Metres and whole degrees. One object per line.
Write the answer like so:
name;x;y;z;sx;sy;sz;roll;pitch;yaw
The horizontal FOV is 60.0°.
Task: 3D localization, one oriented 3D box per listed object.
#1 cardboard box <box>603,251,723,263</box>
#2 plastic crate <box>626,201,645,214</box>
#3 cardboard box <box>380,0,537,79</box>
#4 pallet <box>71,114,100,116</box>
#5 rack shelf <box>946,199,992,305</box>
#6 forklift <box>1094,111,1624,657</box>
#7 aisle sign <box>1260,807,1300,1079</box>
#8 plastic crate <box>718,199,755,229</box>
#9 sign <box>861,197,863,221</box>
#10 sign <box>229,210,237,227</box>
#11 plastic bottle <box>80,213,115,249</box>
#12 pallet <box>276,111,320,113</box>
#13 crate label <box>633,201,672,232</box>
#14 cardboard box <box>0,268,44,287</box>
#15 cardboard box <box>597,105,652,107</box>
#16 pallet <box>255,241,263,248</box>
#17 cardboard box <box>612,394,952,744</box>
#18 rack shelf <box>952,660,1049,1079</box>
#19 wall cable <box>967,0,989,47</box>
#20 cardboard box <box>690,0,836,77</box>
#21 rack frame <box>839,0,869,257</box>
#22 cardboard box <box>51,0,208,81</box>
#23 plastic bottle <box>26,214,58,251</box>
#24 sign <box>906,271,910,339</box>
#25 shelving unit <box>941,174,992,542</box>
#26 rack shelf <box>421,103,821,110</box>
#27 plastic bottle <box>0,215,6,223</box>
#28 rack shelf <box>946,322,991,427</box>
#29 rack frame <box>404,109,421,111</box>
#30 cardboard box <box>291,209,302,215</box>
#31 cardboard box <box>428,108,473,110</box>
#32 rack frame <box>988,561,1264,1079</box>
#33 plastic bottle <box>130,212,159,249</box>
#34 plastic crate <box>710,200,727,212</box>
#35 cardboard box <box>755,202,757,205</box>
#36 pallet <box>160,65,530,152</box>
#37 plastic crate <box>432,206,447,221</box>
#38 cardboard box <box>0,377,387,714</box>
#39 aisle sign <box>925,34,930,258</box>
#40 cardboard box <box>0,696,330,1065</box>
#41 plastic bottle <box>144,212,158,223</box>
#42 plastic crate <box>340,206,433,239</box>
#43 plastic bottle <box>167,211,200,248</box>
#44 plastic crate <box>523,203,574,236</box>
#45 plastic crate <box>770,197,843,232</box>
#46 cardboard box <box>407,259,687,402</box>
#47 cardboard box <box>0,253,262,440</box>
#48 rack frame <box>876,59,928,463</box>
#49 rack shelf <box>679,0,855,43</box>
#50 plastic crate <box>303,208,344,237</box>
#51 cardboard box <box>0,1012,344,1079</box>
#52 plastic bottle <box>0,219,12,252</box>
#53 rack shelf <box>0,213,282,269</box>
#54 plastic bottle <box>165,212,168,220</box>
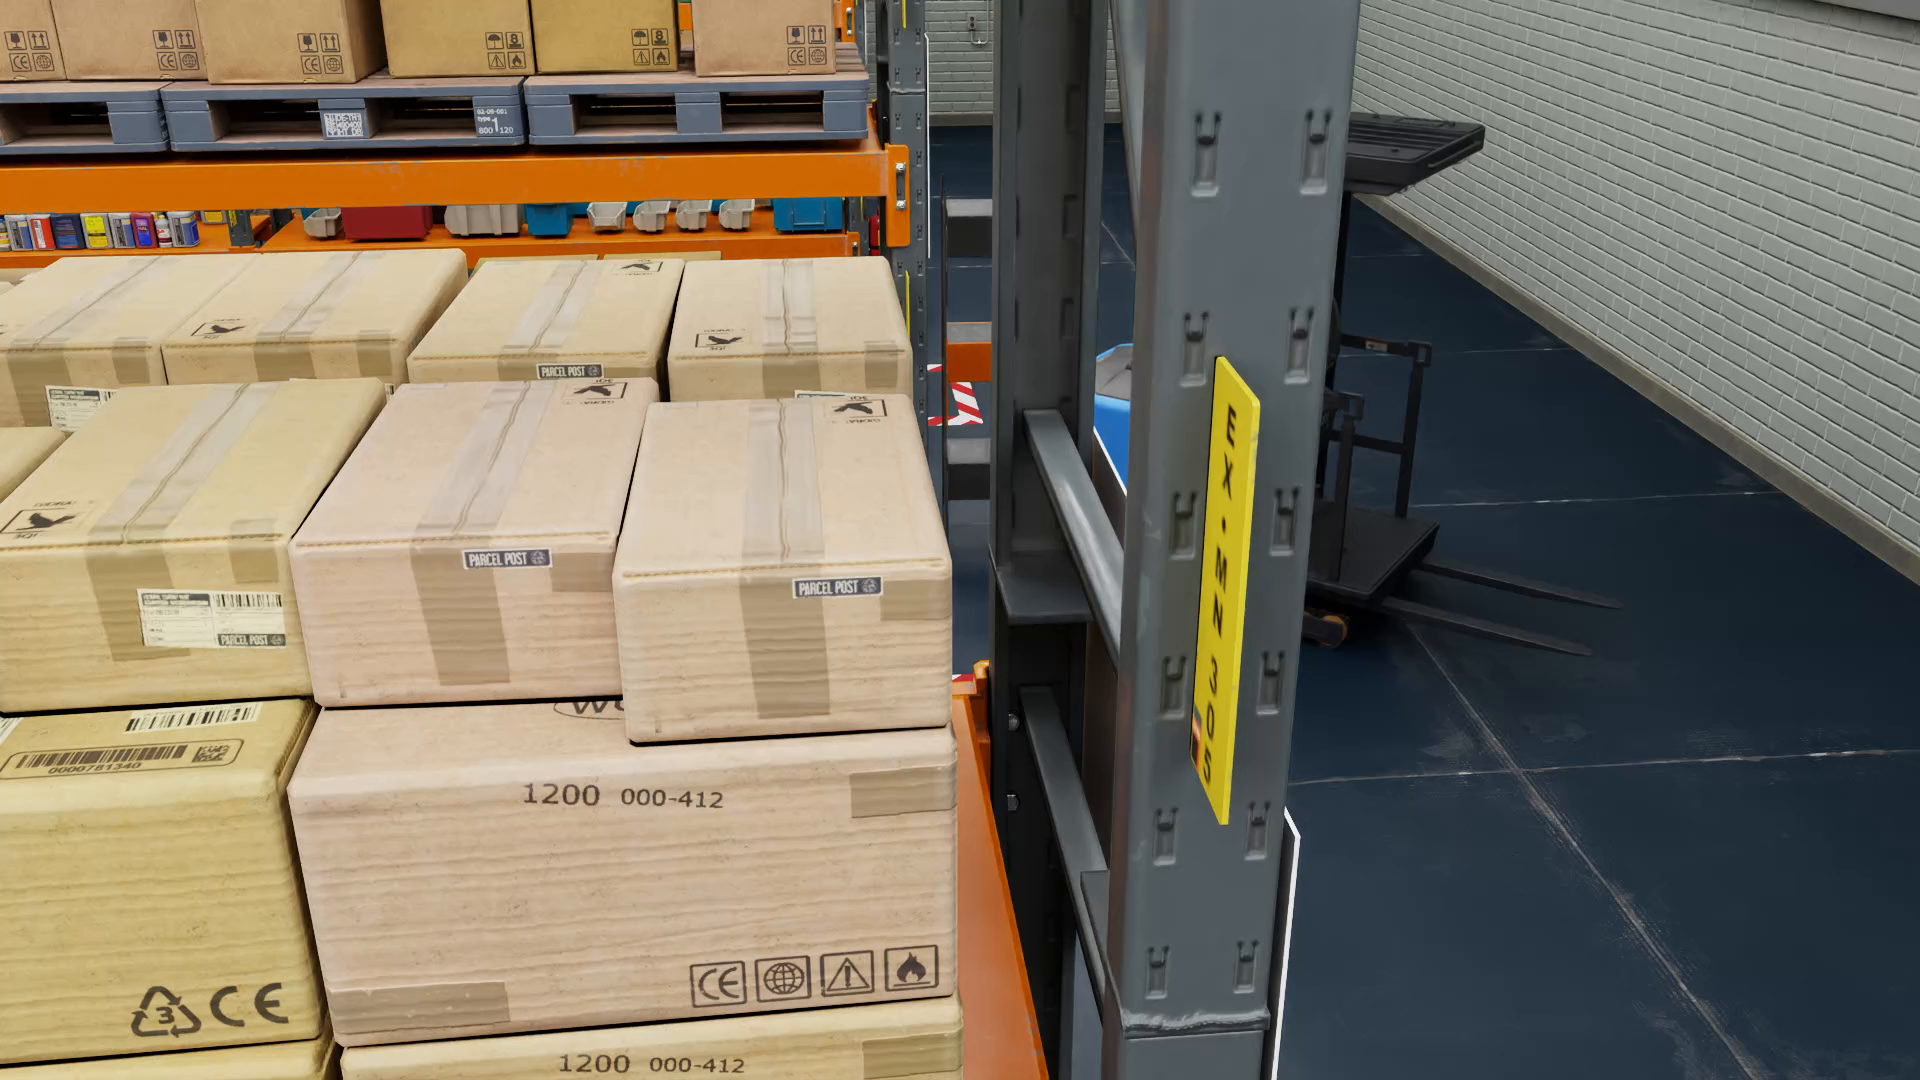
cardboard box;-1.237;-0.899;6.975;0.500;0.500;0.500;-3;24;-6
plastic crate;-2.310;-2.442;11.684;0.300;0.233;0.416;-2;24;-5
cardboard box;-1.829;-2.016;6.137;0.500;0.500;0.700;-4;24;-9
pallet;-8.498;-4.072;15.453;1.003;0.211;1.213;-2;24;-5
rack shelf;0.155;-1.590;9.052;0.480;0.518;0.431;-1;24;-2
forklift;1.932;-1.031;8.462;3.031;2.935;1.130;15;28;30
aisle sign;0.254;0.520;1.686;0.004;0.787;0.394;-2;24;-5
plastic crate;-1.515;-2.222;11.307;0.243;0.136;0.396;-2;24;-5
sign;-0.651;-2.274;10.972;0.005;0.325;0.100;-2;24;-5
sign;-4.650;-2.165;10.588;0.005;0.325;0.100;-2;24;-5
plastic bottle;-5.585;-2.070;10.774;0.185;0.351;0.144;-2;24;-5
pallet;-5.991;-4.188;15.715;1.213;0.211;1.003;-2;24;-5
crate label;-2.080;-2.195;11.247;0.243;0.136;0.396;-2;24;-5
cardboard box;-3.784;-0.796;6.742;0.500;0.500;0.500;-2;24;-4
cardboard box;-3.138;-4.281;15.565;0.500;0.500;0.500;-3;24;-6
pallet;-7.208;-2.891;15.996;1.213;0.211;1.003;-2;24;-5
cardboard box;-0.150;0.009;1.421;0.250;0.149;0.380;-3;24;-6
rack shelf;-1.838;0.628;1.837;4.000;0.370;1.077;-2;24;-5
wall cable;-0.514;-7.323;21.282;1.851;1.984;0.084;-2;24;-5
cardboard box;-0.747;-2.030;6.169;0.500;0.500;0.700;-4;24;-8
rack frame;-0.722;-2.421;11.503;0.127;3.000;1.000;-2;24;-5
cardboard box;-2.907;-1.988;6.074;0.500;0.500;0.700;-1;24;-2
plastic bottle;-5.928;-2.023;10.762;0.135;0.276;0.152;-2;24;-5
sign;-0.195;-0.836;6.221;0.005;0.325;0.100;-2;24;-5
shelving unit;0.155;-0.963;9.331;0.503;2.100;0.431;-1;24;-2
rack shelf;-3.195;-4.015;15.975;4.000;0.370;1.077;-2;24;-5
plastic bottle;-6.568;-2.294;11.377;0.097;0.271;0.097;0;24;0
rack shelf;0.155;-0.950;9.336;0.480;0.518;0.431;-1;24;-2
rack frame;-5.185;-4.263;15.649;0.127;3.000;1.000;-2;24;-5
cardboard box;-6.141;-3.170;15.726;0.500;0.500;0.500;-2;24;-5
cardboard box;-4.651;-4.219;15.427;0.500;0.500;0.500;-2;24;-4
rack frame;0.152;1.590;2.480;0.127;3.000;1.000;-2;24;-5
plastic bottle;-5.288;-2.034;10.776;0.133;0.283;0.061;-2;24;-5
plastic crate;-1.655;-2.469;11.743;0.300;0.233;0.416;-2;24;-5
cardboard box;-2.271;-3.441;16.642;0.500;0.250;0.500;-2;24;-5
pallet;-2.189;-1.665;6.220;1.213;0.211;1.003;-2;24;-5
plastic crate;-3.615;-2.316;11.533;0.590;0.125;0.437;-2;24;-5
cardboard box;-0.660;-0.010;1.465;0.250;0.149;0.380;-3;24;-7
aisle sign;-0.134;-1.488;6.205;0.004;0.787;0.394;-2;24;-5
cardboard box;-0.790;0.201;1.480;0.500;0.250;0.500;-3;24;-7
plastic bottle;-5.534;-2.242;11.345;0.097;0.201;0.097;0;24;0
plastic crate;-3.789;-2.252;10.971;0.583;0.464;0.402;-2;24;-5
plastic bottle;-5.063;-2.058;10.840;0.135;0.276;0.152;-2;24;-5
plastic crate;-2.740;-2.186;11.108;0.300;0.233;0.416;-2;24;-5
plastic crate;-1.037;-2.376;11.284;0.499;0.435;0.616;-2;24;-5
cardboard box;-0.448;-0.199;1.890;0.250;0.149;0.380;-1;24;-3
cardboard box;-0.967;-0.208;1.911;0.250;0.149;0.380;-2;24;-4
rack frame;-0.235;-0.419;6.999;0.127;3.000;1.000;-2;24;-5
rack shelf;-2.712;-3.383;10.861;4.000;0.370;1.077;-2;24;-5
plastic crate;-4.225;-2.129;11.097;0.243;0.136;0.396;-2;24;-5
cardboard box;-0.782;0.436;1.567;0.500;0.250;0.500;-2;24;-5
plastic bottle;-6.175;-1.968;10.730;0.097;0.201;0.097;0;24;0
rack shelf;-6.693;-1.853;11.111;4.000;0.370;1.077;-2;24;-5
plastic bottle;-5.452;-2.339;11.478;0.097;0.271;0.097;0;24;0
